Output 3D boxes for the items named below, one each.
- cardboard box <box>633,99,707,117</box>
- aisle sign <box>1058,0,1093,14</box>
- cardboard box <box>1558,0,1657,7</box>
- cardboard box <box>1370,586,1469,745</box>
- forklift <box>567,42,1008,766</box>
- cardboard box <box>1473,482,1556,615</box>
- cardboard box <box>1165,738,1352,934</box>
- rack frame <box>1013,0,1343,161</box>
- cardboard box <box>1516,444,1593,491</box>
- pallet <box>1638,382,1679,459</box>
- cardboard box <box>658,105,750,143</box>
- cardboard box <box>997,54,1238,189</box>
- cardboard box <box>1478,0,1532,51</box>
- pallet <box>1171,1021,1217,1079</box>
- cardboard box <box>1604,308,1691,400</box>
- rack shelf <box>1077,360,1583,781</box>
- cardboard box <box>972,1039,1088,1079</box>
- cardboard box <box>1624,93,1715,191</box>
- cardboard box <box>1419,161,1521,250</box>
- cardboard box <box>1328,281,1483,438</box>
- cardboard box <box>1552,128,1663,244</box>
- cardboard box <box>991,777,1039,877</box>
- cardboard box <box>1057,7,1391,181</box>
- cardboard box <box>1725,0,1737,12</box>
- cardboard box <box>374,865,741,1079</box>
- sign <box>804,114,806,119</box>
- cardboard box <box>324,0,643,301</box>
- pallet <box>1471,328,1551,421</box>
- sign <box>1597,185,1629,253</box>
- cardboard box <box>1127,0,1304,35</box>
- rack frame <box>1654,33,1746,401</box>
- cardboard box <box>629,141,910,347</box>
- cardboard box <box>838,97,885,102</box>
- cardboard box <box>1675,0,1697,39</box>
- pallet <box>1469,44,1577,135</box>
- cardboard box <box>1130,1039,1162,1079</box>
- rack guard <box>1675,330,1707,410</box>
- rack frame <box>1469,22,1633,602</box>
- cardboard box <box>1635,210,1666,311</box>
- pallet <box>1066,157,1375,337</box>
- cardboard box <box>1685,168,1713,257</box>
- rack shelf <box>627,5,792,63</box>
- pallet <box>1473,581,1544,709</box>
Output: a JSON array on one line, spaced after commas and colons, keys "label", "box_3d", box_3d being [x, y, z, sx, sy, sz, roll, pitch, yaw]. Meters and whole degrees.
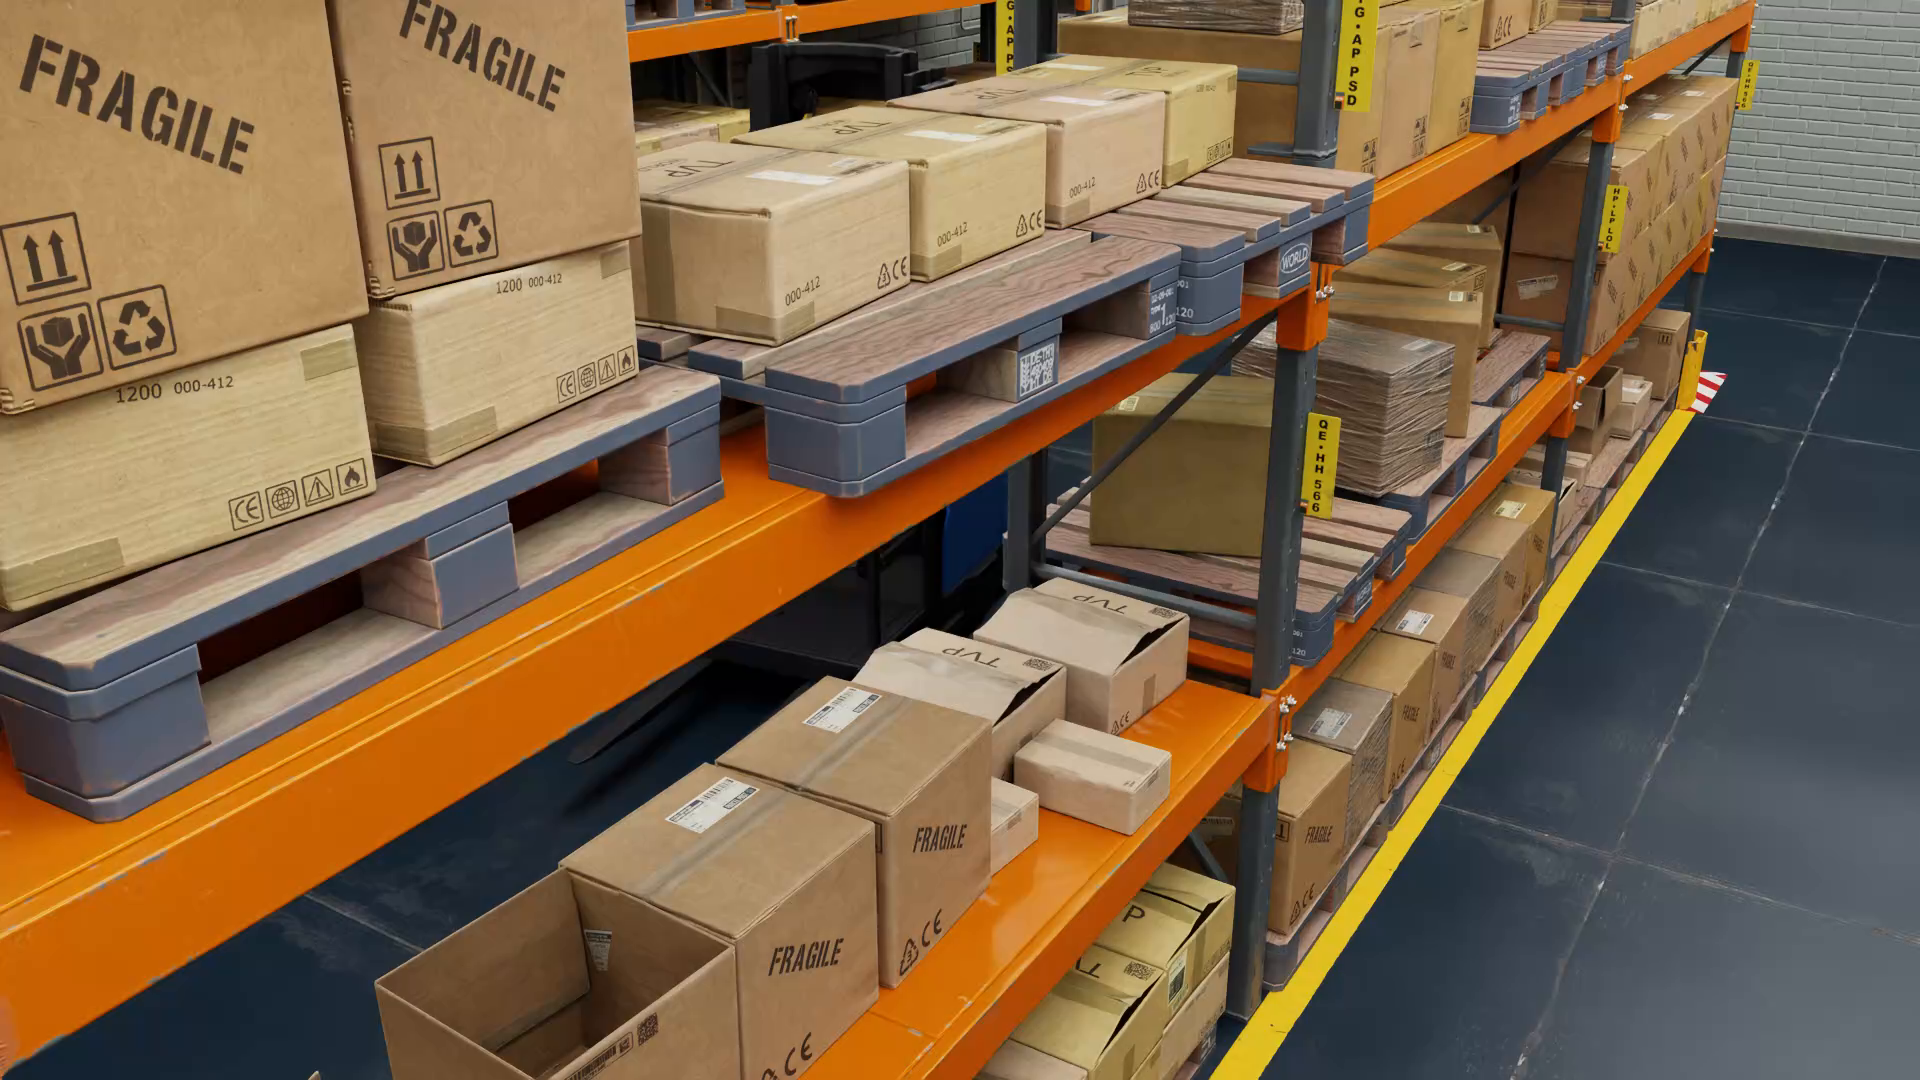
[{"label": "cardboard box", "box_3d": [-1.949, -2.628, 10.576, 0.500, 0.250, 0.500, 15, 27, 31]}, {"label": "aisle sign", "box_3d": [0.918, -4.697, 13.553, 0.394, 0.787, 0.004, 14, 27, 29]}, {"label": "cardboard box", "box_3d": [3.193, -2.805, 8.238, 0.500, 0.250, 0.500, 14, 27, 29]}, {"label": "cardboard box", "box_3d": [1.910, 0.522, 7.361, 0.500, 0.500, 0.500, 13, 27, 27]}, {"label": "forklift", "box_3d": [-0.736, -0.699, 7.675, 1.130, 2.935, 3.031, 10, 25, 22]}, {"label": "cardboard box", "box_3d": [2.709, 0.016, 8.531, 0.500, 0.500, 0.500, 14, 27, 29]}, {"label": "cardboard box", "box_3d": [1.099, 1.045, 6.152, 0.500, 0.500, 0.500, 15, 28, 31]}, {"label": "rack frame", "box_3d": [0.616, -2.559, 4.335, 1.000, 3.000, 0.127, 14, 27, 29]}, {"label": "cardboard box", "box_3d": [3.579, -0.448, 10.022, 0.380, 0.166, 0.250, 14, 27, 29]}, {"label": "pallet", "box_3d": [4.376, -0.931, 11.636, 1.003, 0.211, 1.213, 14, 27, 29]}, {"label": "cardboard box", "box_3d": [-1.514, -2.517, 10.320, 0.500, 0.250, 0.500, 15, 27, 30]}, {"label": "cardboard box", "box_3d": [0.424, -1.142, 4.496, 0.500, 0.250, 0.500, 12, 26, 25]}, {"label": "cardboard box", "box_3d": [2.064, -2.432, 7.037, 0.600, 0.600, 0.600, 14, 27, 28]}, {"label": "pallet", "box_3d": [0.148, 1.743, 5.457, 1.003, 0.211, 1.213, 14, 27, 29]}, {"label": "cardboard box", "box_3d": [4.758, -1.326, 11.630, 0.500, 0.500, 0.500, 14, 27, 29]}, {"label": "rack shelf", "box_3d": [1.671, -0.151, 7.229, 1.077, 0.370, 4.000, 14, 27, 29]}, {"label": "cardboard box", "box_3d": [0.012, 1.581, 4.550, 0.500, 0.311, 0.500, 14, 27, 29]}, {"label": "cardboard box", "box_3d": [4.299, -2.456, 10.264, 0.500, 0.500, 0.500, 15, 27, 30]}, {"label": "cardboard box", "box_3d": [2.773, -1.886, 8.946, 0.500, 0.500, 0.500, 14, 27, 29]}, {"label": "cardboard box", "box_3d": [1.846, -0.786, 7.134, 0.700, 0.500, 0.500, 7, 24, 16]}, {"label": "cardboard box", "box_3d": [3.485, -1.935, 9.060, 0.500, 0.500, 0.500, 13, 27, 27]}, {"label": "cardboard box", "box_3d": [-0.009, 0.751, 4.555, 0.380, 0.149, 0.250, 16, 28, 33]}, {"label": "cardboard box", "box_3d": [0.817, -1.383, 5.267, 0.910, 0.500, 0.500, 14, 27, 29]}, {"label": "cardboard box", "box_3d": [4.516, -3.419, 10.285, 0.500, 0.250, 0.500, 14, 27, 29]}, {"label": "cardboard box", "box_3d": [-0.797, 1.064, 3.390, 0.500, 0.500, 0.500, 16, 28, 33]}, {"label": "sign", "box_3d": [-1.018, -2.578, 10.571, 0.100, 0.325, 0.005, 14, 27, 29]}, {"label": "cardboard box", "box_3d": [-0.855, -0.698, 2.526, 0.500, 0.500, 0.500, 17, 29, 34]}, {"label": "pallet", "box_3d": [2.212, -0.821, 8.113, 1.003, 0.211, 1.213, 14, 27, 29]}, {"label": "sign", "box_3d": [3.199, -1.572, 8.149, 0.100, 0.325, 0.005, 14, 27, 29]}, {"label": "cardboard box", "box_3d": [0.851, -1.833, 5.049, 0.500, 0.500, 0.500, 14, 27, 29]}, {"label": "rack frame", "box_3d": [4.836, -2.506, 11.764, 1.000, 3.000, 0.127, 14, 27, 29]}, {"label": "cardboard box", "box_3d": [-0.434, -0.589, 3.219, 0.500, 0.250, 0.500, 11, 26, 25]}, {"label": "cardboard box", "box_3d": [-0.419, -3.003, 12.534, 0.980, 0.700, 0.700, 12, 26, 26]}, {"label": "cardboard box", "box_3d": [3.725, -2.912, 9.115, 0.500, 0.250, 0.500, 14, 27, 29]}, {"label": "pallet", "box_3d": [1.778, -1.890, 6.802, 1.213, 0.211, 1.003, 14, 27, 29]}, {"label": "cardboard box", "box_3d": [0.277, 1.666, 5.057, 0.500, 0.250, 0.500, 14, 27, 28]}, {"label": "rack guard", "box_3d": [4.796, -1.333, 12.201, 1.175, 0.500, 0.348, 14, 27, 29]}, {"label": "rack frame", "box_3d": [2.726, -1.156, 8.645, 1.000, 3.000, 0.127, 14, 27, 29]}, {"label": "cardboard box", "box_3d": [3.759, -1.659, 9.680, 0.500, 0.500, 0.500, 14, 27, 29]}, {"label": "pallet", "box_3d": [0.334, -0.848, 4.396, 1.213, 0.211, 1.003, 15, 28, 31]}, {"label": "cardboard box", "box_3d": [4.560, -2.168, 10.857, 0.500, 0.500, 0.500, 14, 27, 29]}, {"label": "rack shelf", "box_3d": [-2.540, -2.564, 9.028, 1.077, 0.370, 4.000, 14, 27, 29]}, {"label": "pallet", "box_3d": [2.329, 0.406, 8.546, 1.003, 0.211, 1.213, 14, 27, 29]}]
